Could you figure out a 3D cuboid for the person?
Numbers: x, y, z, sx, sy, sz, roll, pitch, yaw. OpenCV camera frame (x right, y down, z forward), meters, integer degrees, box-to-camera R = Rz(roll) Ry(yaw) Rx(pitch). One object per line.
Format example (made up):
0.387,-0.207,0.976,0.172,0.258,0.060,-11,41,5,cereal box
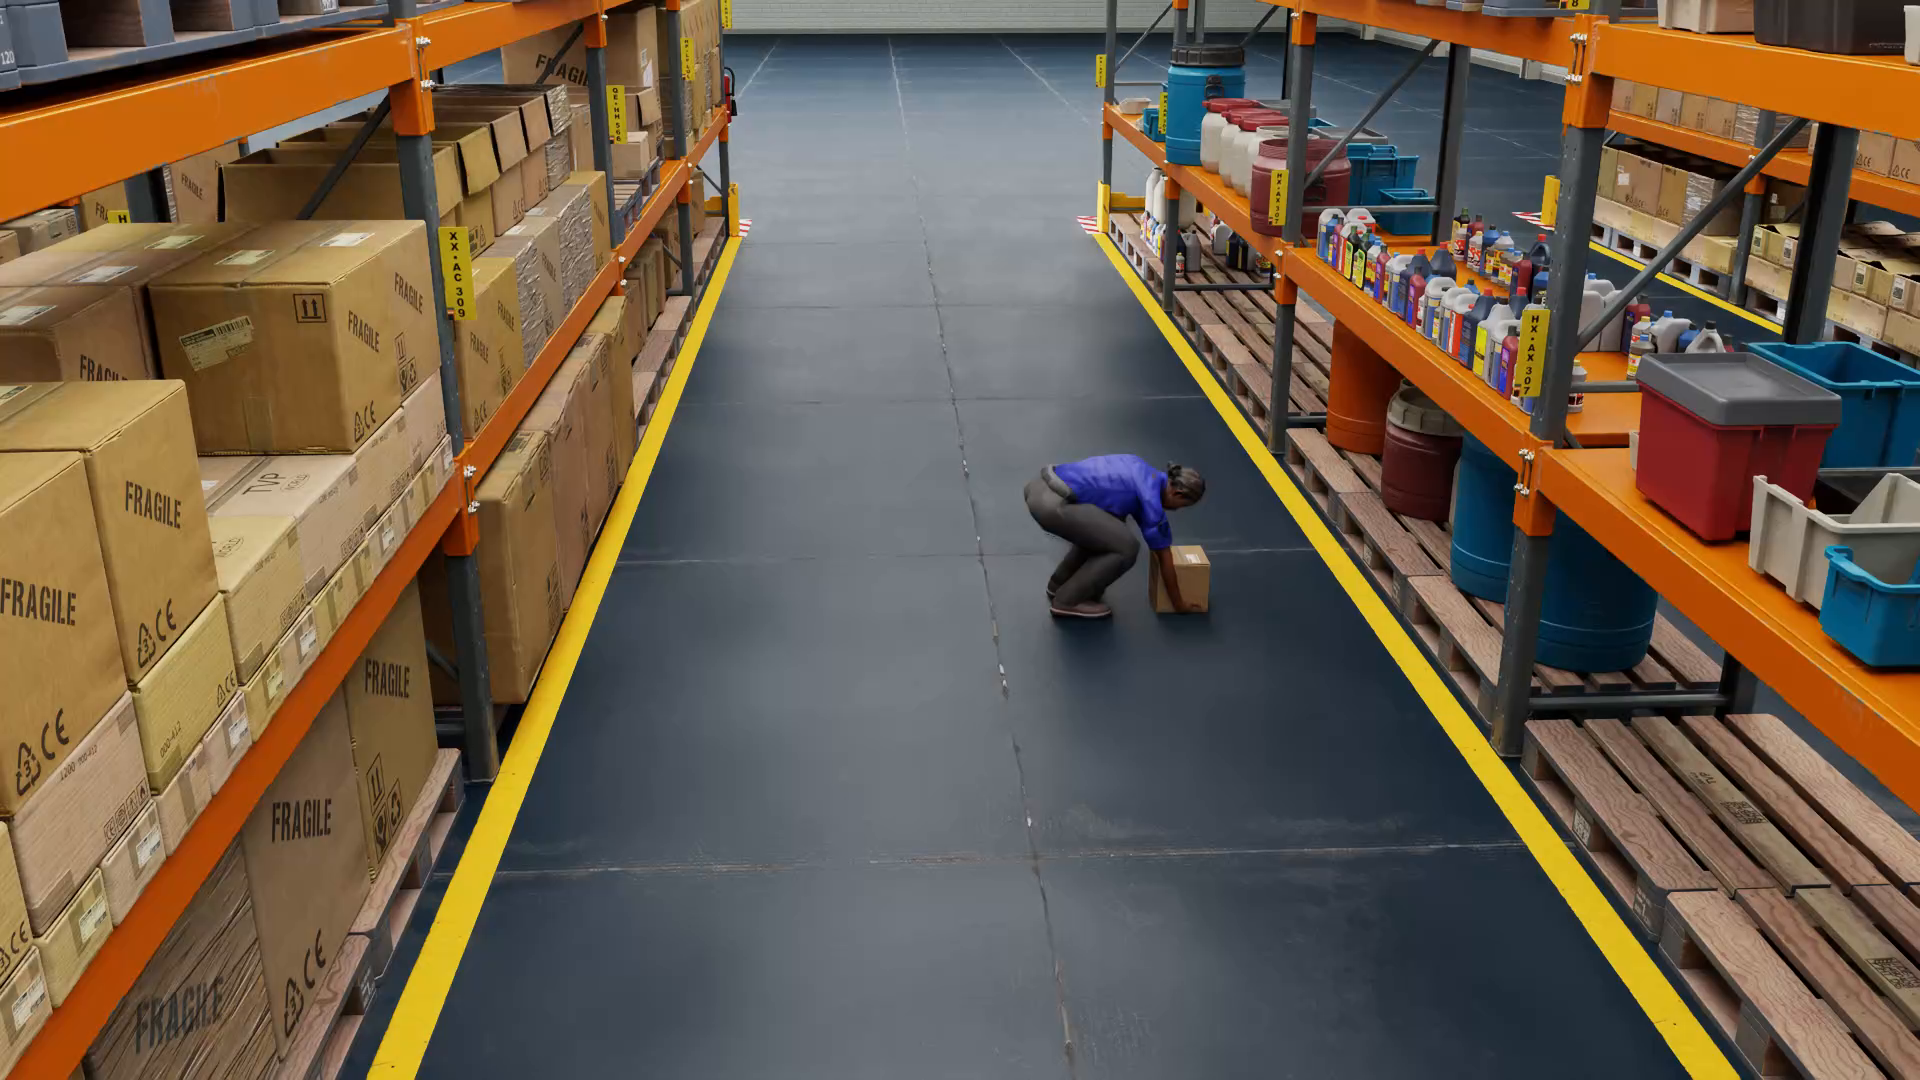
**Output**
0.738,-0.026,7.986,0.873,0.771,0.466,-2,21,-5,person
